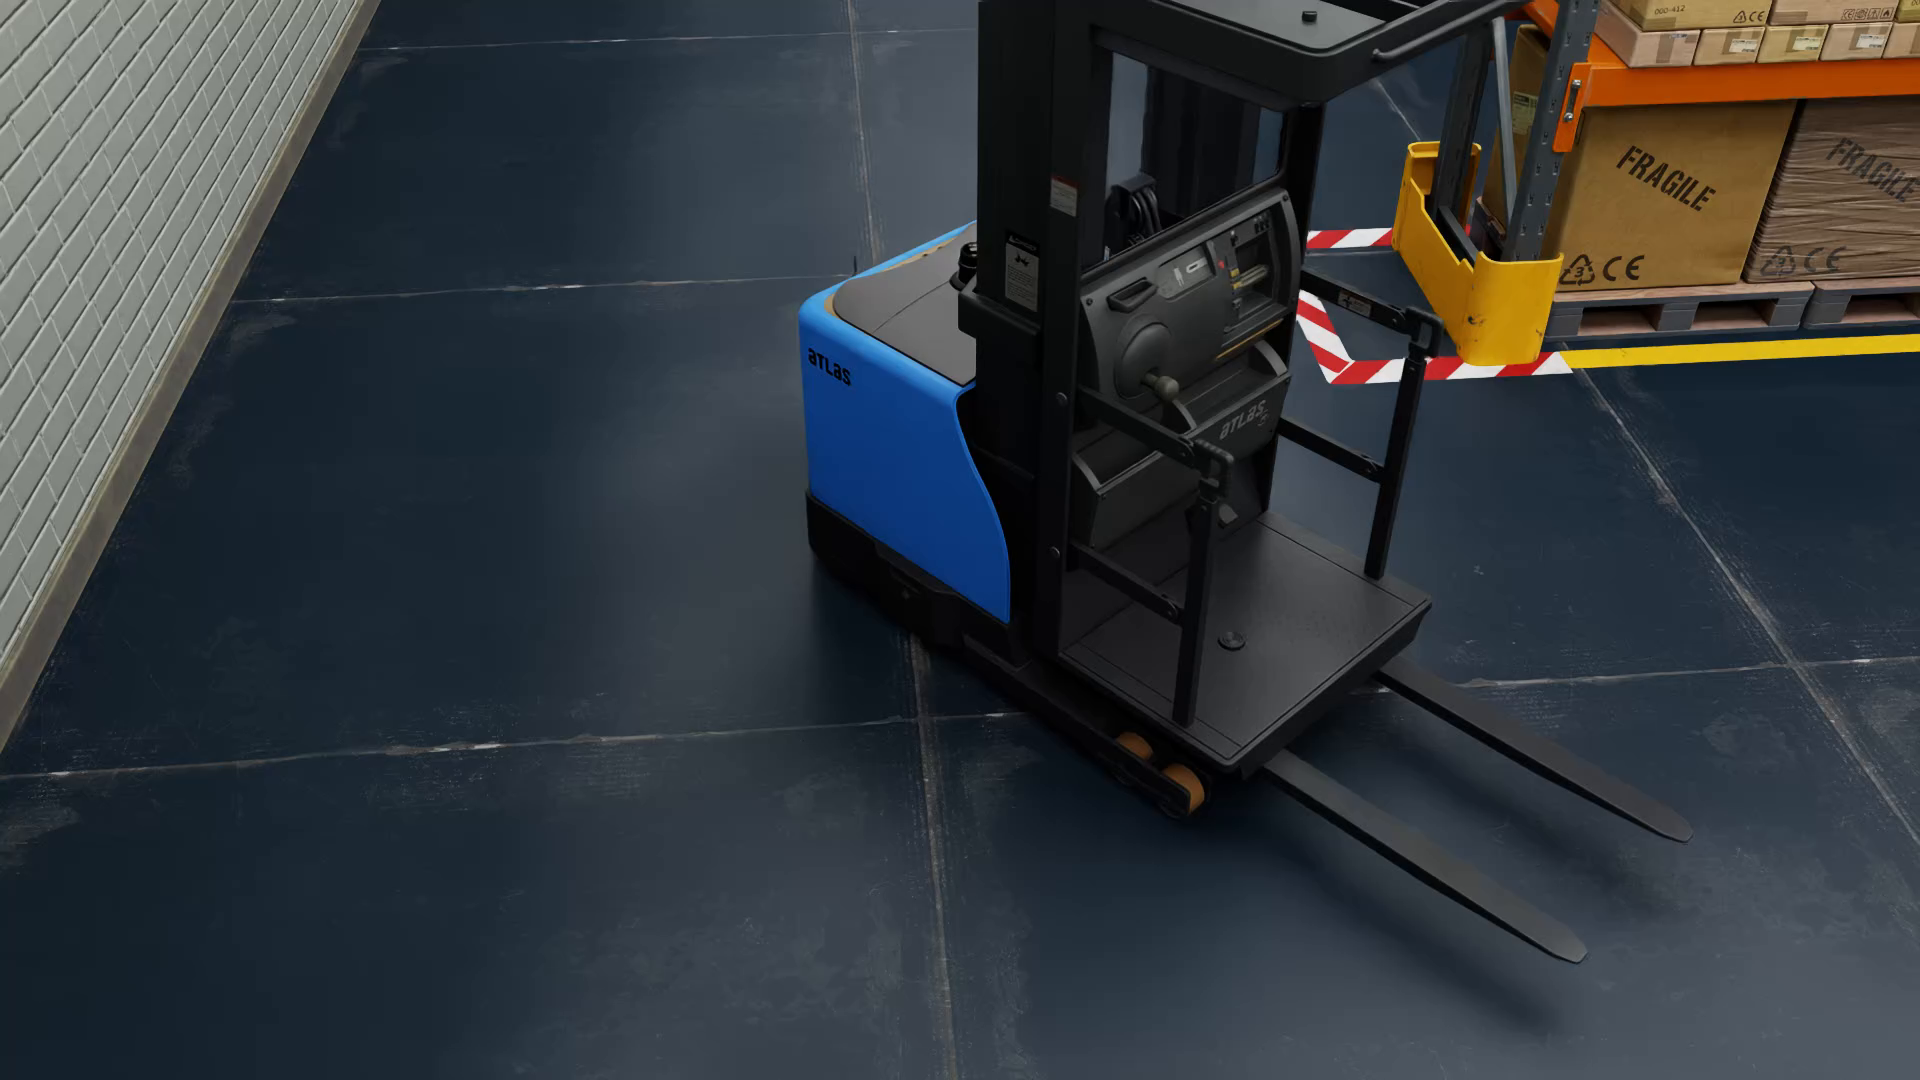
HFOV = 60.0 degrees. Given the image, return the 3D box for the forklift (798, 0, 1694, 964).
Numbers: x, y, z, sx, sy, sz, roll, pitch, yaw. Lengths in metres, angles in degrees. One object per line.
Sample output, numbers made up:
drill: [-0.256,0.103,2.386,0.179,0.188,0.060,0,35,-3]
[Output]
forklift: [0.833,-0.655,4.713,1.130,2.935,3.031,-31,48,-33]

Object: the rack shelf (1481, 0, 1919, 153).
rack shelf: [4.325,-2.126,7.104,4.000,0.370,1.077,-3,38,-4]

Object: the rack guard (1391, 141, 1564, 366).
rack guard: [2.309,-1.316,7.514,0.348,0.500,1.175,-3,38,-4]

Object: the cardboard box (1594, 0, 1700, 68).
cardboard box: [2.715,-2.016,6.586,0.250,0.149,0.380,-3,38,-3]

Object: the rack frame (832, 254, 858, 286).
rack frame: [-0.418,-0.629,6.321,0.006,0.900,0.240,11,40,14]

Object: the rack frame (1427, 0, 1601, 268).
rack frame: [2.332,-2.299,6.742,0.127,3.000,1.000,-3,38,-4]

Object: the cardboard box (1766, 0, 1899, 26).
cardboard box: [3.352,-2.249,6.560,0.500,0.250,0.500,-4,38,-5]

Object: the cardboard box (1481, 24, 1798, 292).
cardboard box: [2.963,-1.714,7.377,0.875,0.875,0.875,-3,38,-4]

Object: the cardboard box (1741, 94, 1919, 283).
cardboard box: [3.869,-1.764,7.440,0.875,0.875,0.875,-3,38,-4]

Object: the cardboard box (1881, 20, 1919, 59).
cardboard box: [3.739,-2.073,6.659,0.250,0.149,0.380,-4,38,-5]

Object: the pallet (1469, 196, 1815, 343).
pallet: [3.122,-1.296,7.722,1.213,0.211,1.003,-3,38,-4]

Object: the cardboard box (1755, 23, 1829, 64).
cardboard box: [3.226,-2.045,6.623,0.250,0.149,0.380,-4,38,-5]

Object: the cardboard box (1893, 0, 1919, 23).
cardboard box: [3.853,-2.274,6.592,0.500,0.250,0.500,-4,38,-5]

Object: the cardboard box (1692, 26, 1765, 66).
cardboard box: [2.971,-2.031,6.605,0.250,0.149,0.380,-4,38,-5]

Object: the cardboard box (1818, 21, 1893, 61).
cardboard box: [3.485,-2.060,6.642,0.250,0.149,0.380,-4,38,-5]

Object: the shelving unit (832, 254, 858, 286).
shelving unit: [-0.321,-0.610,6.297,0.210,0.900,0.258,11,40,14]

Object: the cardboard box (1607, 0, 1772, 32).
cardboard box: [2.835,-2.216,6.518,0.500,0.250,0.500,-4,38,-5]

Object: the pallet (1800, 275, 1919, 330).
pallet: [4.334,-1.361,7.805,1.213,0.211,1.003,-3,38,-4]
